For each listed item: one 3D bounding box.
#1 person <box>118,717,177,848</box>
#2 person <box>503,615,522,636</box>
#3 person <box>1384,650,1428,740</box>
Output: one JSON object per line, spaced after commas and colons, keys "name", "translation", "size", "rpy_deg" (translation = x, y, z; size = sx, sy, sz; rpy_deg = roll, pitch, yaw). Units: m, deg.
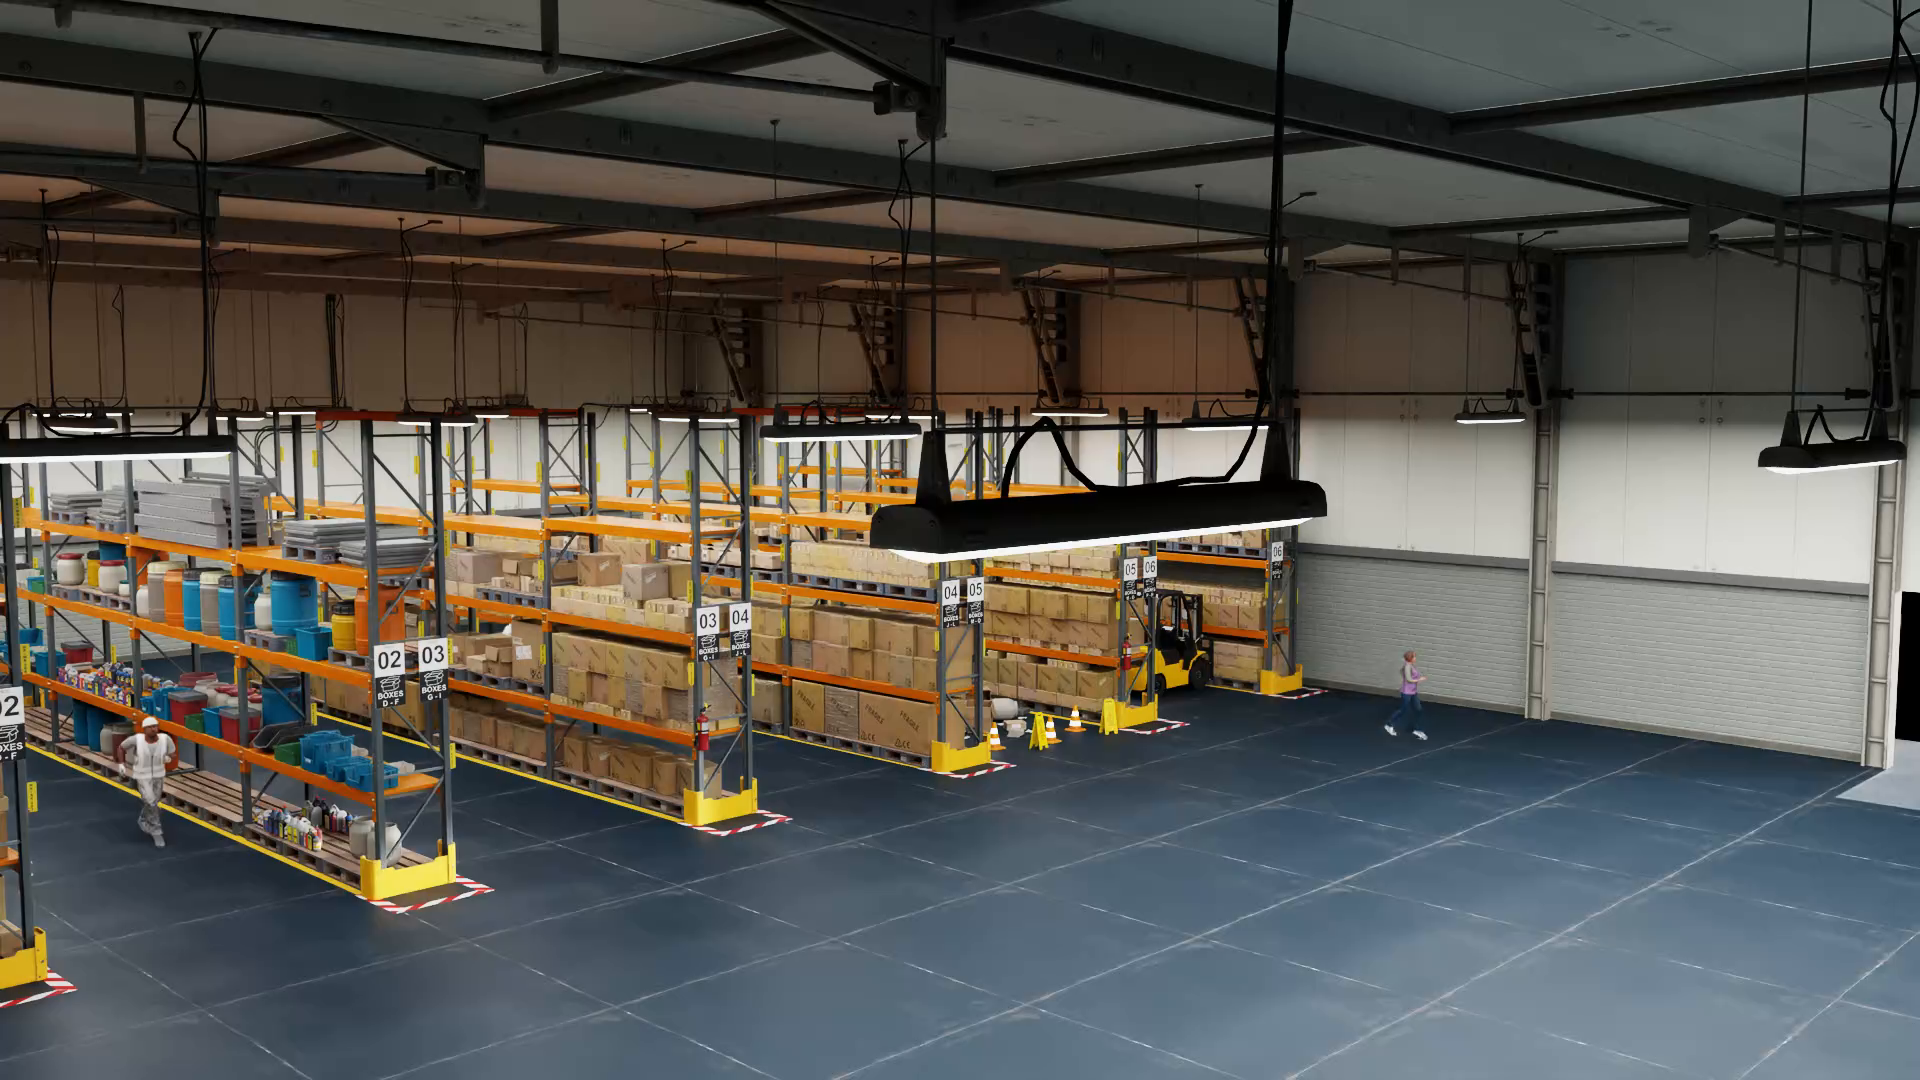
{"name": "person", "translation": [-11.432, 3.375, 23.449], "size": [0.712, 1.825, 0.921], "rpy_deg": [-5, 7, -43]}
{"name": "person", "translation": [-9.231, 2.375, 34.703], "size": [0.719, 1.835, 0.786], "rpy_deg": [-5, 7, -44]}
{"name": "person", "translation": [8.174, 2.823, 30.430], "size": [0.778, 1.631, 0.565], "rpy_deg": [3, 6, 28]}
